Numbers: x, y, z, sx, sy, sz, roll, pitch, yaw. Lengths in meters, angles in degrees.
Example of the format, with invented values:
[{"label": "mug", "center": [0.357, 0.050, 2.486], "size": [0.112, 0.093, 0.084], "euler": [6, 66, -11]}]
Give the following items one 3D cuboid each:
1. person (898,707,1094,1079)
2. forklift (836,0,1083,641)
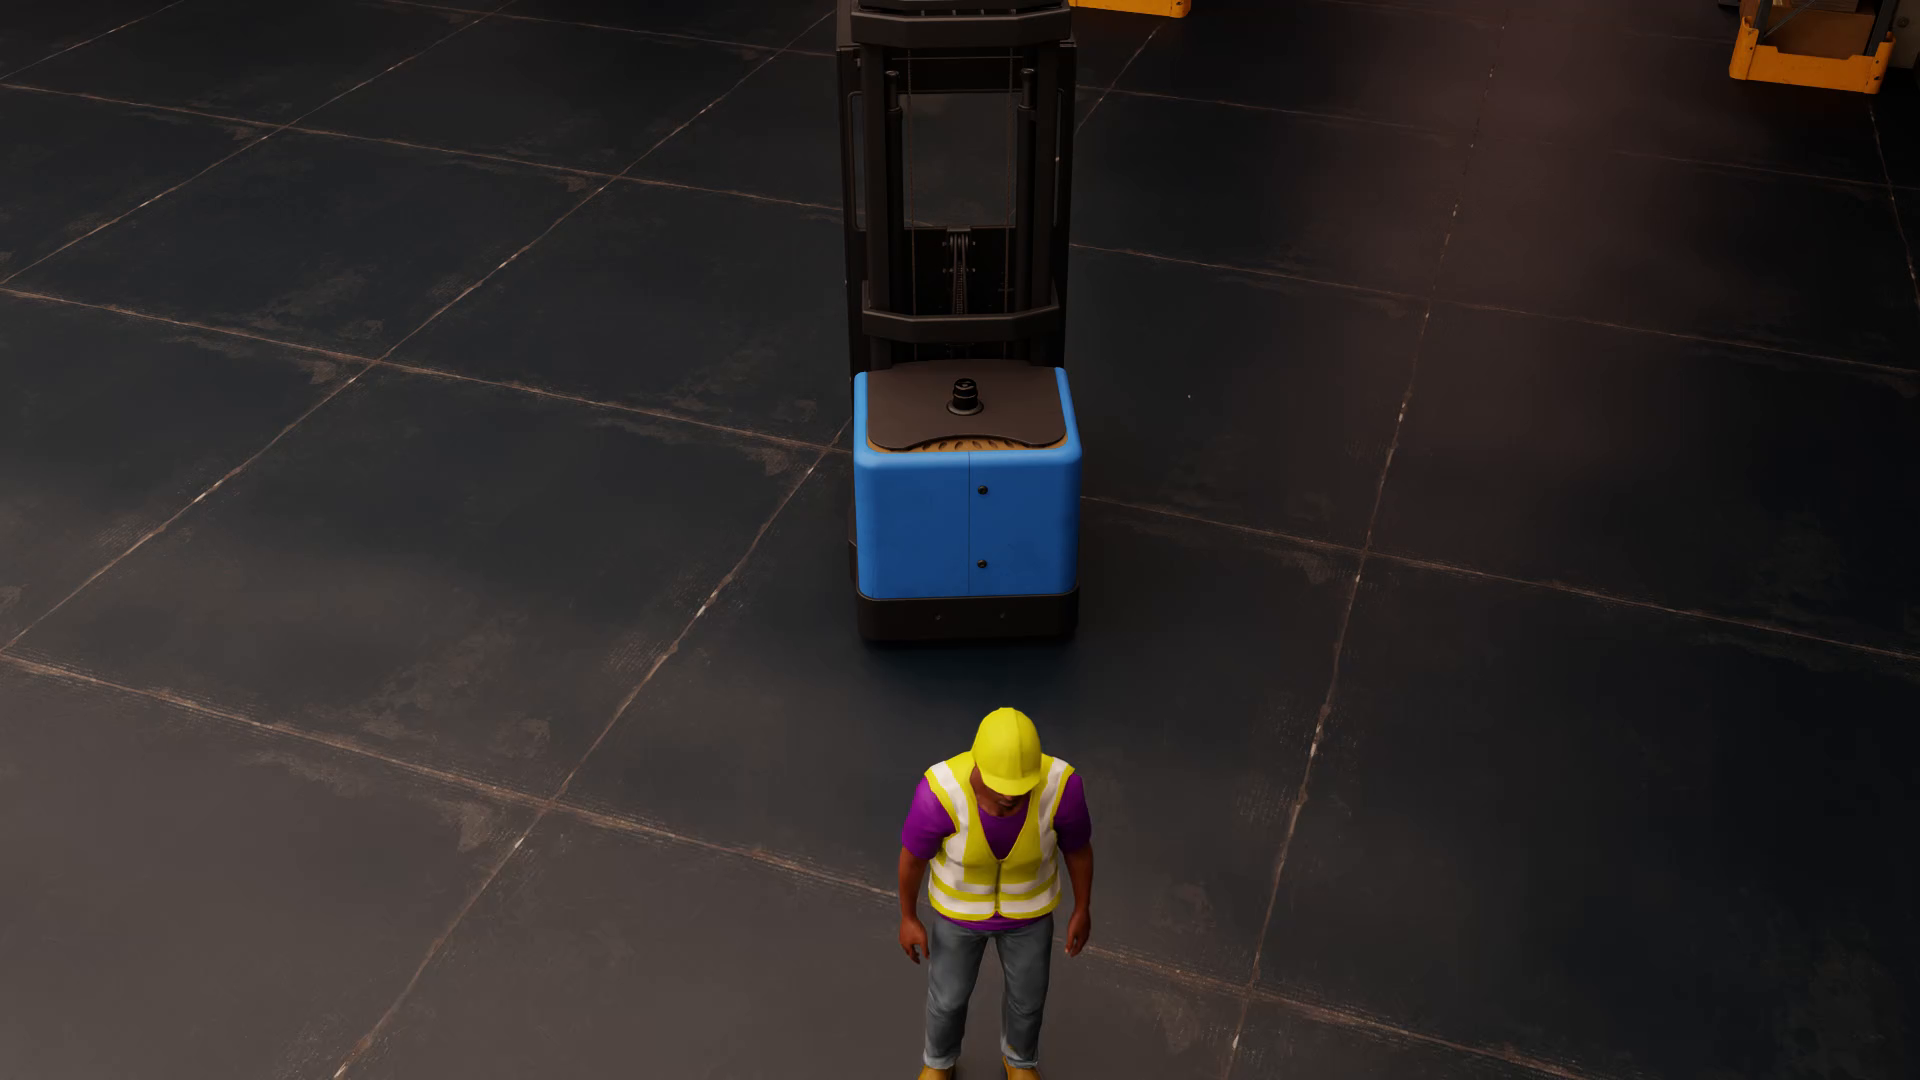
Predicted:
[{"label": "person", "center": [0.116, 1.210, 5.419], "size": [0.636, 1.761, 0.454], "euler": [-2, 35, -2]}, {"label": "forklift", "center": [-0.029, -1.547, 8.293], "size": [1.130, 2.935, 3.031], "euler": [-2, 35, -2]}]
